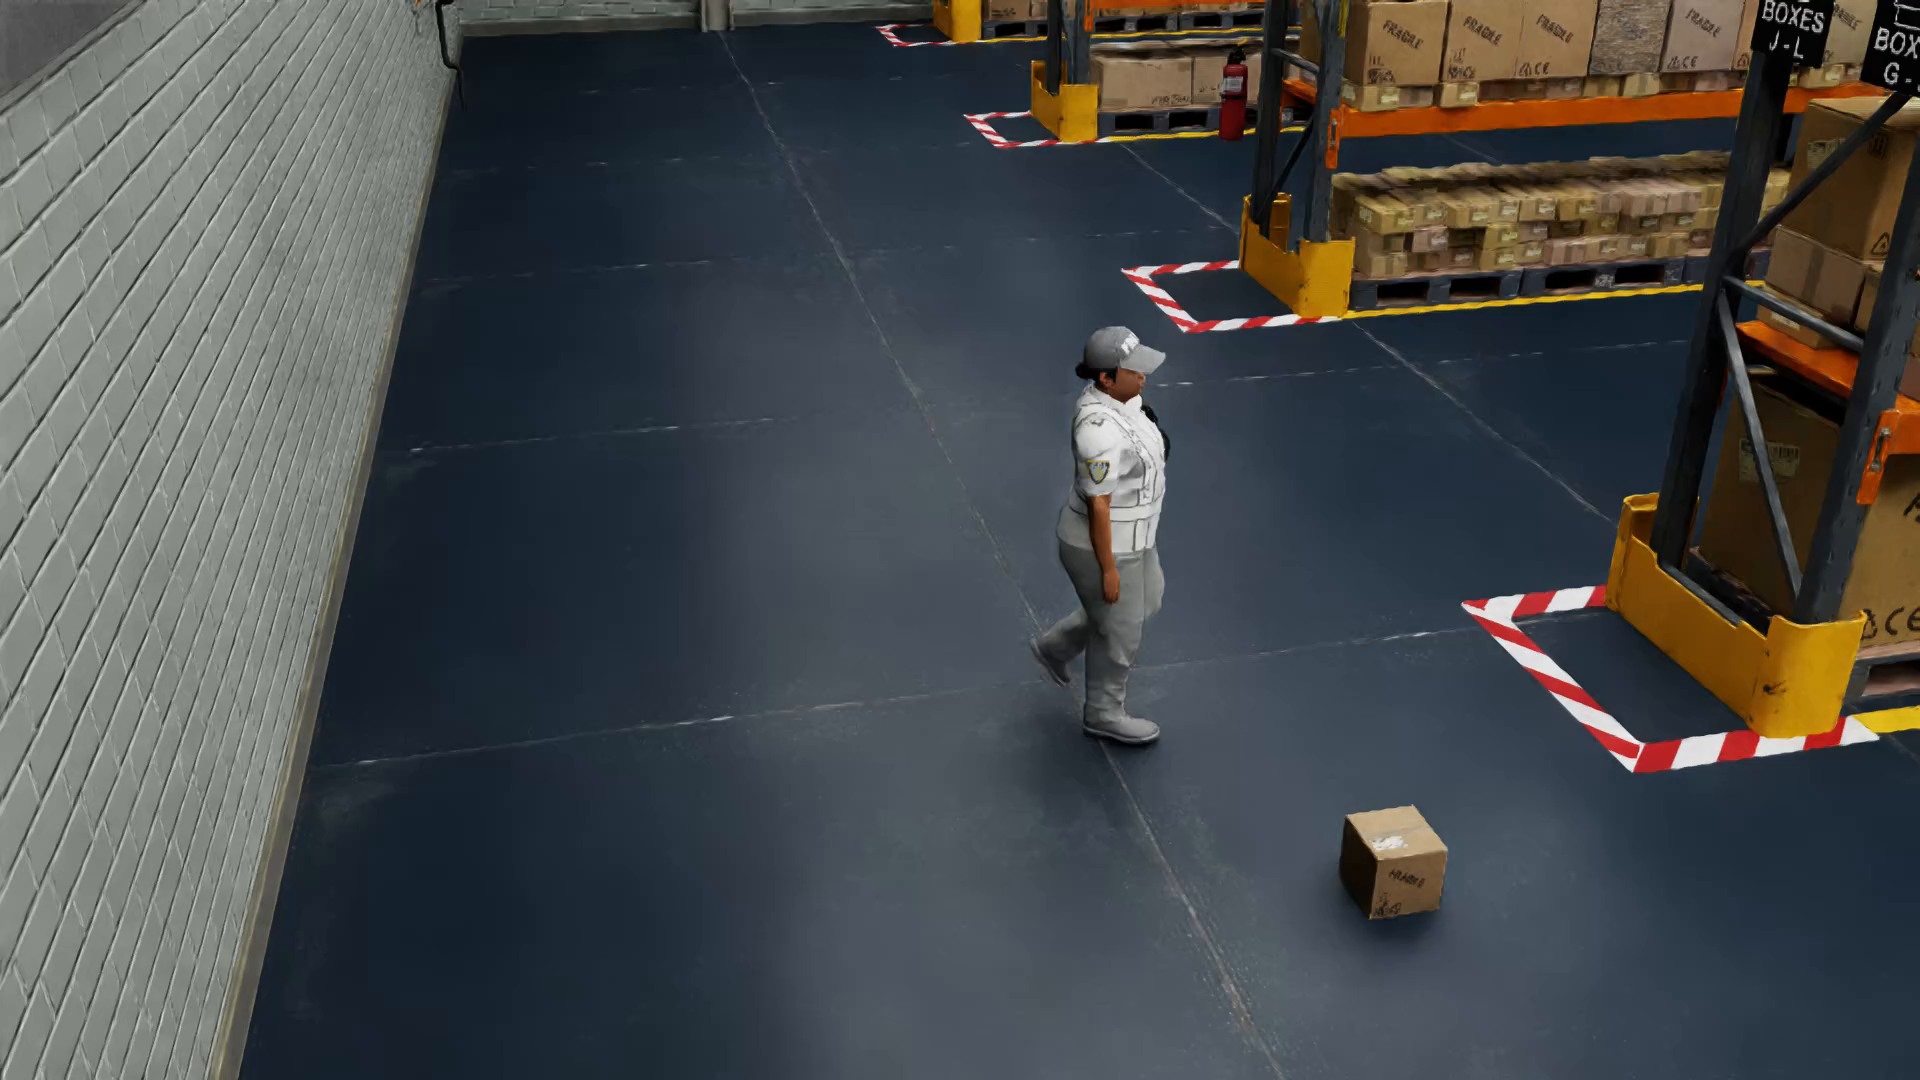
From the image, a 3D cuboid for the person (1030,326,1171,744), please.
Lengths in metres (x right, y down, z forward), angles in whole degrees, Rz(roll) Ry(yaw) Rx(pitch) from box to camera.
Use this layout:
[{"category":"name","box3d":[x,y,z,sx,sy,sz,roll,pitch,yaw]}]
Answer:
[{"category":"person","box3d":[0.511,-0.017,6.104,0.540,1.650,0.527,5,27,11]}]
